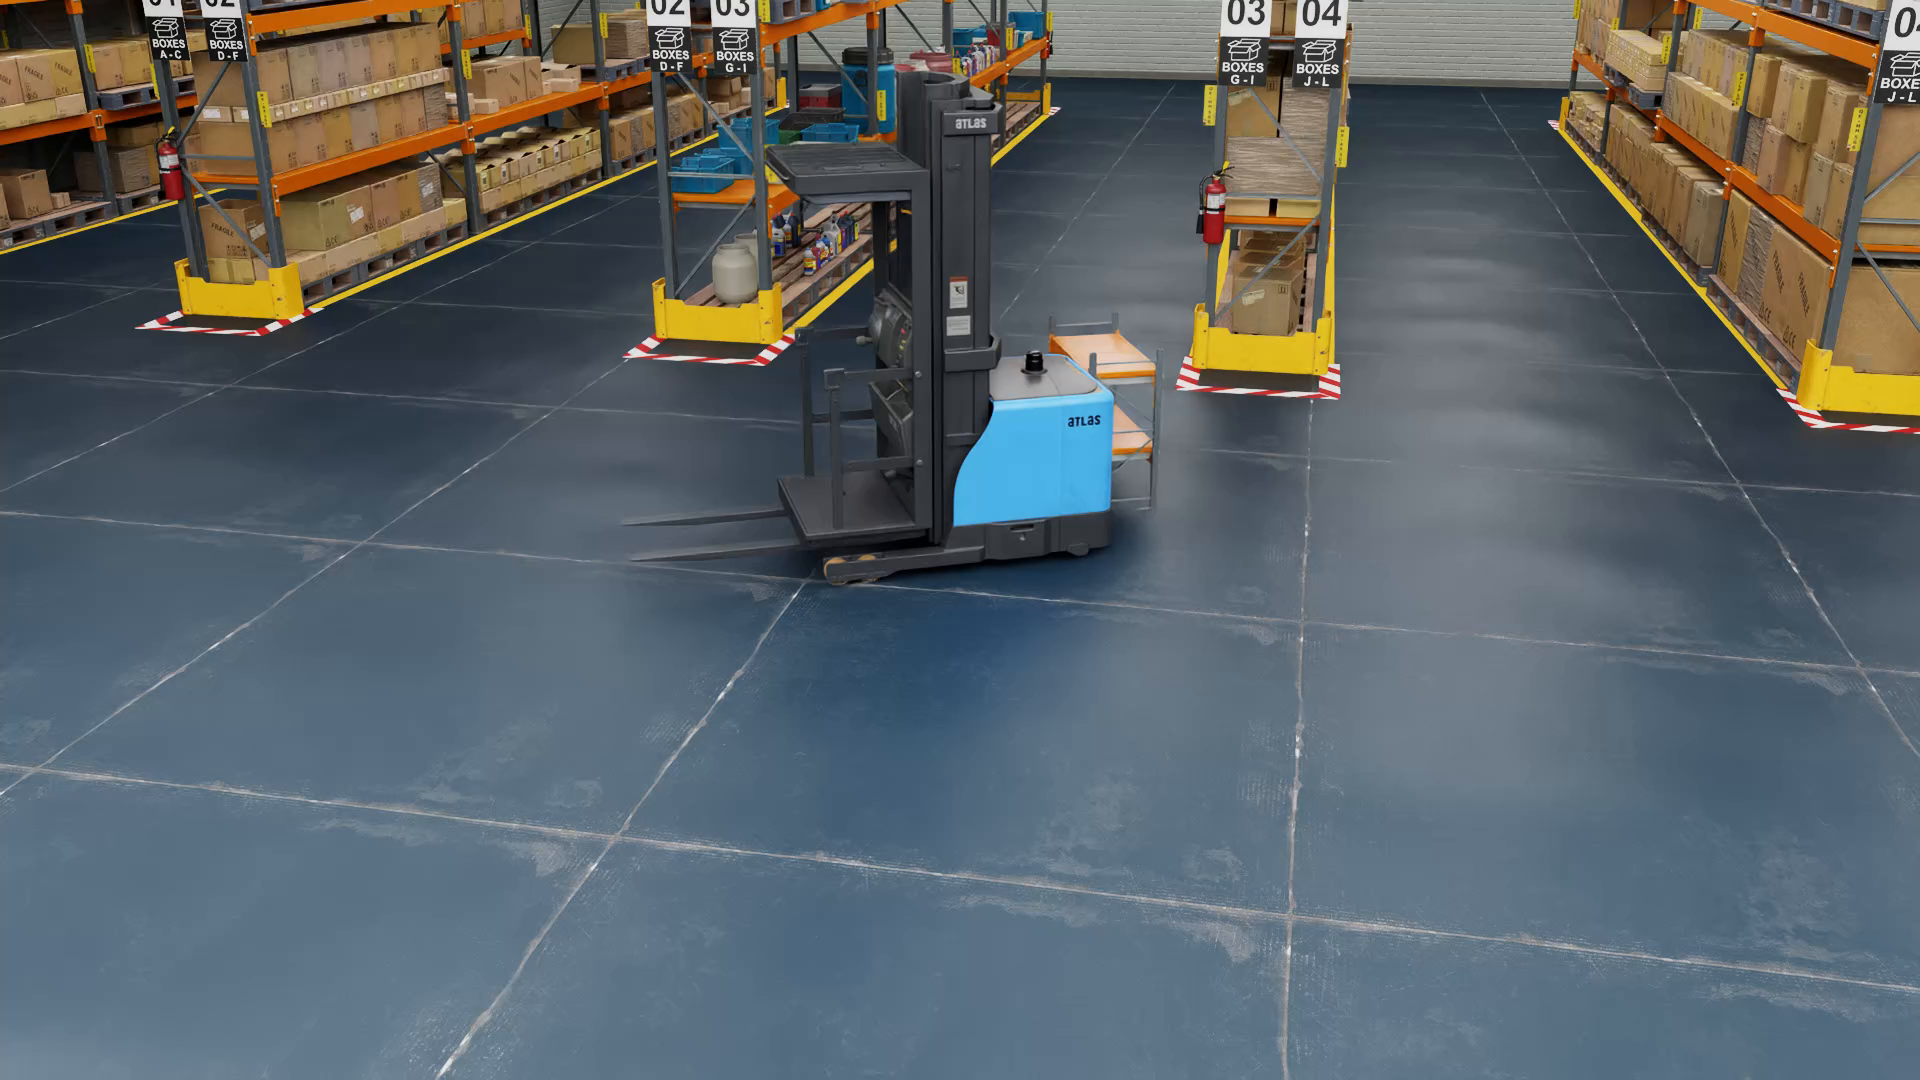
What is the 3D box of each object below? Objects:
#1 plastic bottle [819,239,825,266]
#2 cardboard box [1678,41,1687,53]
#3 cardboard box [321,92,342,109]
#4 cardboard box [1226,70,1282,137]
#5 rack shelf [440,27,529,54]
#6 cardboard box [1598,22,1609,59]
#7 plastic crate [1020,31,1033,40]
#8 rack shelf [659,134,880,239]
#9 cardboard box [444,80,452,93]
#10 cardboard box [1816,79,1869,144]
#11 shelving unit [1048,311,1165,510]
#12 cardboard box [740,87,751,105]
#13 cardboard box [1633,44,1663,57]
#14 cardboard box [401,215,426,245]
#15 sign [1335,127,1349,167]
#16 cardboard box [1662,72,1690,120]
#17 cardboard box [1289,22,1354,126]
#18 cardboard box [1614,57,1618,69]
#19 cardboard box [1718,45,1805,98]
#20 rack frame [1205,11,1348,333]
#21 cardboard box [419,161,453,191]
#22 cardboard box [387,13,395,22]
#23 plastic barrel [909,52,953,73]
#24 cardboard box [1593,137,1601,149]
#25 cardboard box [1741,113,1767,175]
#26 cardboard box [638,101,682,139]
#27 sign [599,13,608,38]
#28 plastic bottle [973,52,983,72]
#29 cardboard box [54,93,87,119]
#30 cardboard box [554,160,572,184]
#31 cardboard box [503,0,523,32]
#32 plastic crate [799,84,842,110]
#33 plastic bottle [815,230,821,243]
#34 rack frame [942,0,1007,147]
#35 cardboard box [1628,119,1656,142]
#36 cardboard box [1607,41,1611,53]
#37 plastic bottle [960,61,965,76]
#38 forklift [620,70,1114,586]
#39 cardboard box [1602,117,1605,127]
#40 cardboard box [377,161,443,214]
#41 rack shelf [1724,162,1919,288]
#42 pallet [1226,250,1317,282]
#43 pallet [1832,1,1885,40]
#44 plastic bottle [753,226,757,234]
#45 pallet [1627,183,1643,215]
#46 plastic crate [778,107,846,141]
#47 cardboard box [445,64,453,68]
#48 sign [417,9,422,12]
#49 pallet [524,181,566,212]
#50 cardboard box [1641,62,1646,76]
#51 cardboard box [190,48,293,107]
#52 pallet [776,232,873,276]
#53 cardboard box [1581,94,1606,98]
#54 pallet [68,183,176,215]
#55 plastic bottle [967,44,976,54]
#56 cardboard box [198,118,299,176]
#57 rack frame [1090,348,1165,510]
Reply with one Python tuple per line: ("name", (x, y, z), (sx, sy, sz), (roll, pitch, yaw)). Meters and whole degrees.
("plastic bottle", (-1.459, -3.009, 17.373), (0.097, 0.271, 0.097), (0, 22, 0))
("cardboard box", (9.697, -6.483, 21.912), (0.380, 0.149, 0.250), (4, 22, 10))
("cardboard box", (-6.572, -4.500, 17.010), (0.380, 0.149, 0.250), (4, 22, 9))
("cardboard box", (2.495, -3.760, 14.303), (0.500, 0.500, 0.500), (4, 22, 11))
("rack shelf", (-9.066, -8.811, 29.678), (1.077, 0.370, 4.000), (4, 22, 11))
("cardboard box", (9.838, -7.438, 24.774), (0.500, 0.500, 0.500), (4, 22, 9))
("plastic crate", (1.052, -8.714, 28.748), (0.396, 0.136, 0.243), (4, 22, 11))
("rack shelf", (-1.816, -3.667, 16.906), (1.077, 0.370, 4.000), (4, 22, 11))
("cardboard box", (-9.221, -7.714, 28.776), (0.700, 0.500, 0.500), (5, 22, 12))
("cardboard box", (7.843, -3.582, 14.087), (0.875, 0.550, 0.550), (4, 22, 11))
("shelving unit", (0.994, -0.905, 11.596), (0.538, 1.125, 1.048), (-5, 22, -11))
("cardboard box", (-3.901, -7.866, 29.460), (0.500, 0.250, 0.500), (4, 22, 11))
("cardboard box", (8.956, -6.344, 21.568), (0.380, 0.149, 0.250), (4, 22, 11))
("cardboard box", (-6.336, -3.478, 18.593), (0.500, 0.250, 0.500), (4, 22, 11))
("sign", (3.156, -3.252, 13.754), (0.100, 0.325, 0.005), (4, 22, 11))
("cardboard box", (8.736, -5.305, 19.877), (0.500, 0.500, 0.500), (5, 22, 12))
("cardboard box", (3.740, -5.107, 18.155), (1.000, 1.000, 1.000), (5, 22, 11))
("cardboard box", (9.220, -6.550, 22.876), (0.380, 0.149, 0.250), (5, 22, 11))
("cardboard box", (8.578, -5.005, 17.793), (0.700, 0.500, 0.500), (5, 22, 11))
("rack frame", (2.625, -2.892, 14.018), (1.000, 3.000, 0.127), (4, 22, 11))
("cardboard box", (-6.454, -4.460, 20.281), (0.500, 0.311, 0.500), (4, 22, 11))
("cardboard box", (-9.416, -8.231, 26.718), (0.500, 0.500, 0.500), (5, 22, 11))
("plastic barrel", (-0.390, -6.065, 21.716), (0.600, 0.536, 0.708), (4, 22, 11))
("cardboard box", (9.655, -5.907, 24.759), (0.380, 0.149, 0.250), (5, 22, 12))
("cardboard box", (8.212, -3.873, 16.255), (0.875, 0.550, 0.550), (4, 22, 11))
("cardboard box", (-4.656, -6.516, 25.773), (0.500, 0.500, 0.500), (5, 22, 12))
("sign", (-4.896, -7.070, 22.843), (0.100, 0.325, 0.005), (4, 22, 11))
("plastic bottle", (0.256, -7.064, 24.545), (0.152, 0.276, 0.135), (4, 22, 11))
("cardboard box", (-10.906, -5.231, 20.000), (0.500, 0.250, 0.500), (5, 22, 11))
("cardboard box", (-5.516, -4.910, 22.148), (0.500, 0.250, 0.500), (5, 22, 12))
("cardboard box", (-8.752, -9.828, 30.839), (0.980, 0.700, 0.700), (5, 23, 13))
("plastic crate", (-1.609, -4.962, 19.074), (0.402, 0.464, 0.583), (4, 22, 11))
("plastic bottle", (-1.503, -3.179, 17.779), (0.061, 0.283, 0.133), (4, 22, 11))
("rack frame", (0.225, -7.658, 25.853), (1.000, 3.000, 0.127), (4, 22, 11))
("cardboard box", (9.187, -5.426, 22.091), (0.500, 0.250, 0.500), (5, 22, 12))
("cardboard box", (9.378, -6.972, 23.527), (0.380, 0.149, 0.250), (5, 22, 12))
("plastic bottle", (0.027, -6.574, 23.317), (0.061, 0.283, 0.133), (4, 22, 11))
("forklift", (-0.607, -1.299, 10.155), (3.031, 2.935, 1.130), (-6, 23, -14))
("cardboard box", (9.726, -6.164, 24.600), (0.380, 0.149, 0.250), (5, 22, 12))
("cardboard box", (-6.250, -4.010, 18.910), (0.500, 0.500, 0.500), (4, 22, 11))
("rack shelf", (7.868, -2.874, 14.938), (1.077, 0.370, 4.000), (4, 22, 11))
("pallet", (3.339, -2.813, 17.555), (1.003, 0.211, 1.213), (4, 22, 11))
("pallet", (7.601, -4.099, 13.119), (1.003, 0.211, 1.213), (4, 22, 11))
("plastic bottle", (-2.142, -3.151, 17.620), (0.144, 0.351, 0.185), (5, 23, 13))
("pallet", (9.253, -4.395, 21.483), (1.003, 0.211, 1.213), (4, 22, 11))
("plastic crate", (-1.639, -4.522, 18.148), (0.767, 0.338, 0.504), (4, 22, 11))
("cardboard box", (-8.866, -8.317, 29.405), (0.380, 0.149, 0.250), (4, 22, 9))
("sign", (-8.941, -8.876, 27.433), (0.100, 0.325, 0.005), (4, 22, 11))
("pallet", (-5.897, -4.538, 21.838), (1.003, 0.211, 1.213), (4, 22, 11))
("cardboard box", (8.800, -5.932, 20.943), (0.380, 0.149, 0.250), (5, 23, 13))
("cardboard box", (-6.954, -4.485, 16.105), (0.700, 0.500, 0.500), (5, 22, 11))
("pallet", (-1.586, -3.196, 18.507), (1.003, 0.211, 1.213), (4, 22, 11))
("cardboard box", (10.347, -7.201, 27.175), (0.380, 0.149, 0.250), (5, 22, 12))
("pallet", (-10.949, -4.479, 21.691), (1.003, 0.211, 1.213), (4, 22, 11))
("plastic bottle", (0.179, -7.217, 24.825), (0.144, 0.351, 0.185), (4, 22, 11))
("cardboard box", (-6.965, -3.864, 16.300), (0.700, 0.500, 0.500), (4, 22, 11))
("rack frame", (1.102, -0.720, 11.135), (0.500, 1.125, 0.032), (-5, 22, -11))
